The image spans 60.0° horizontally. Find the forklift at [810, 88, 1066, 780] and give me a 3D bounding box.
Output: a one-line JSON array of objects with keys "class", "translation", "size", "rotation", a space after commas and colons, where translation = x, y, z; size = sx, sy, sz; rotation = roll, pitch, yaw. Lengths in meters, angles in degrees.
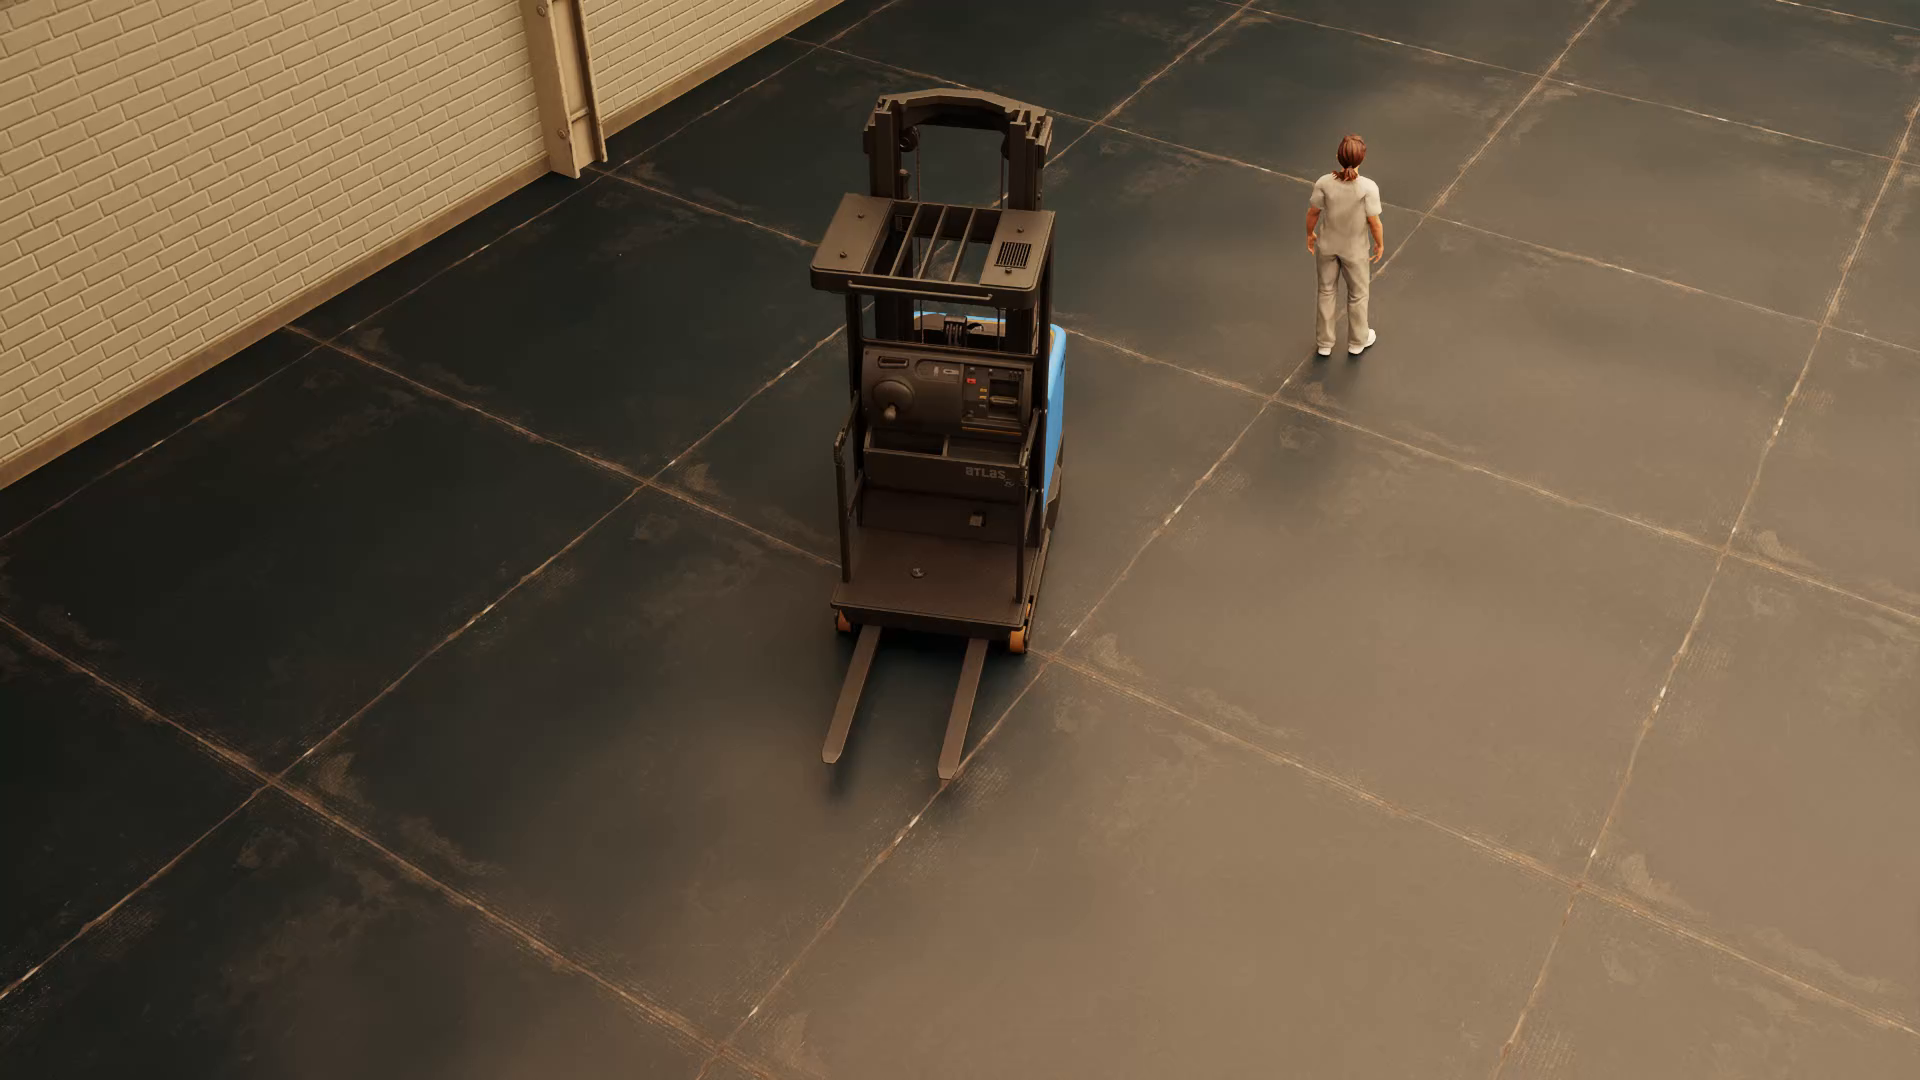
[{"class": "forklift", "translation": [-0.108, -0.731, 8.830], "size": [1.130, 2.935, 3.031], "rotation": [7, 41, 8]}]

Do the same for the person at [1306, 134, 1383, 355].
[{"class": "person", "translation": [2.627, -2.017, 11.307], "size": [0.550, 1.673, 0.548], "rotation": [18, 43, 20]}]
